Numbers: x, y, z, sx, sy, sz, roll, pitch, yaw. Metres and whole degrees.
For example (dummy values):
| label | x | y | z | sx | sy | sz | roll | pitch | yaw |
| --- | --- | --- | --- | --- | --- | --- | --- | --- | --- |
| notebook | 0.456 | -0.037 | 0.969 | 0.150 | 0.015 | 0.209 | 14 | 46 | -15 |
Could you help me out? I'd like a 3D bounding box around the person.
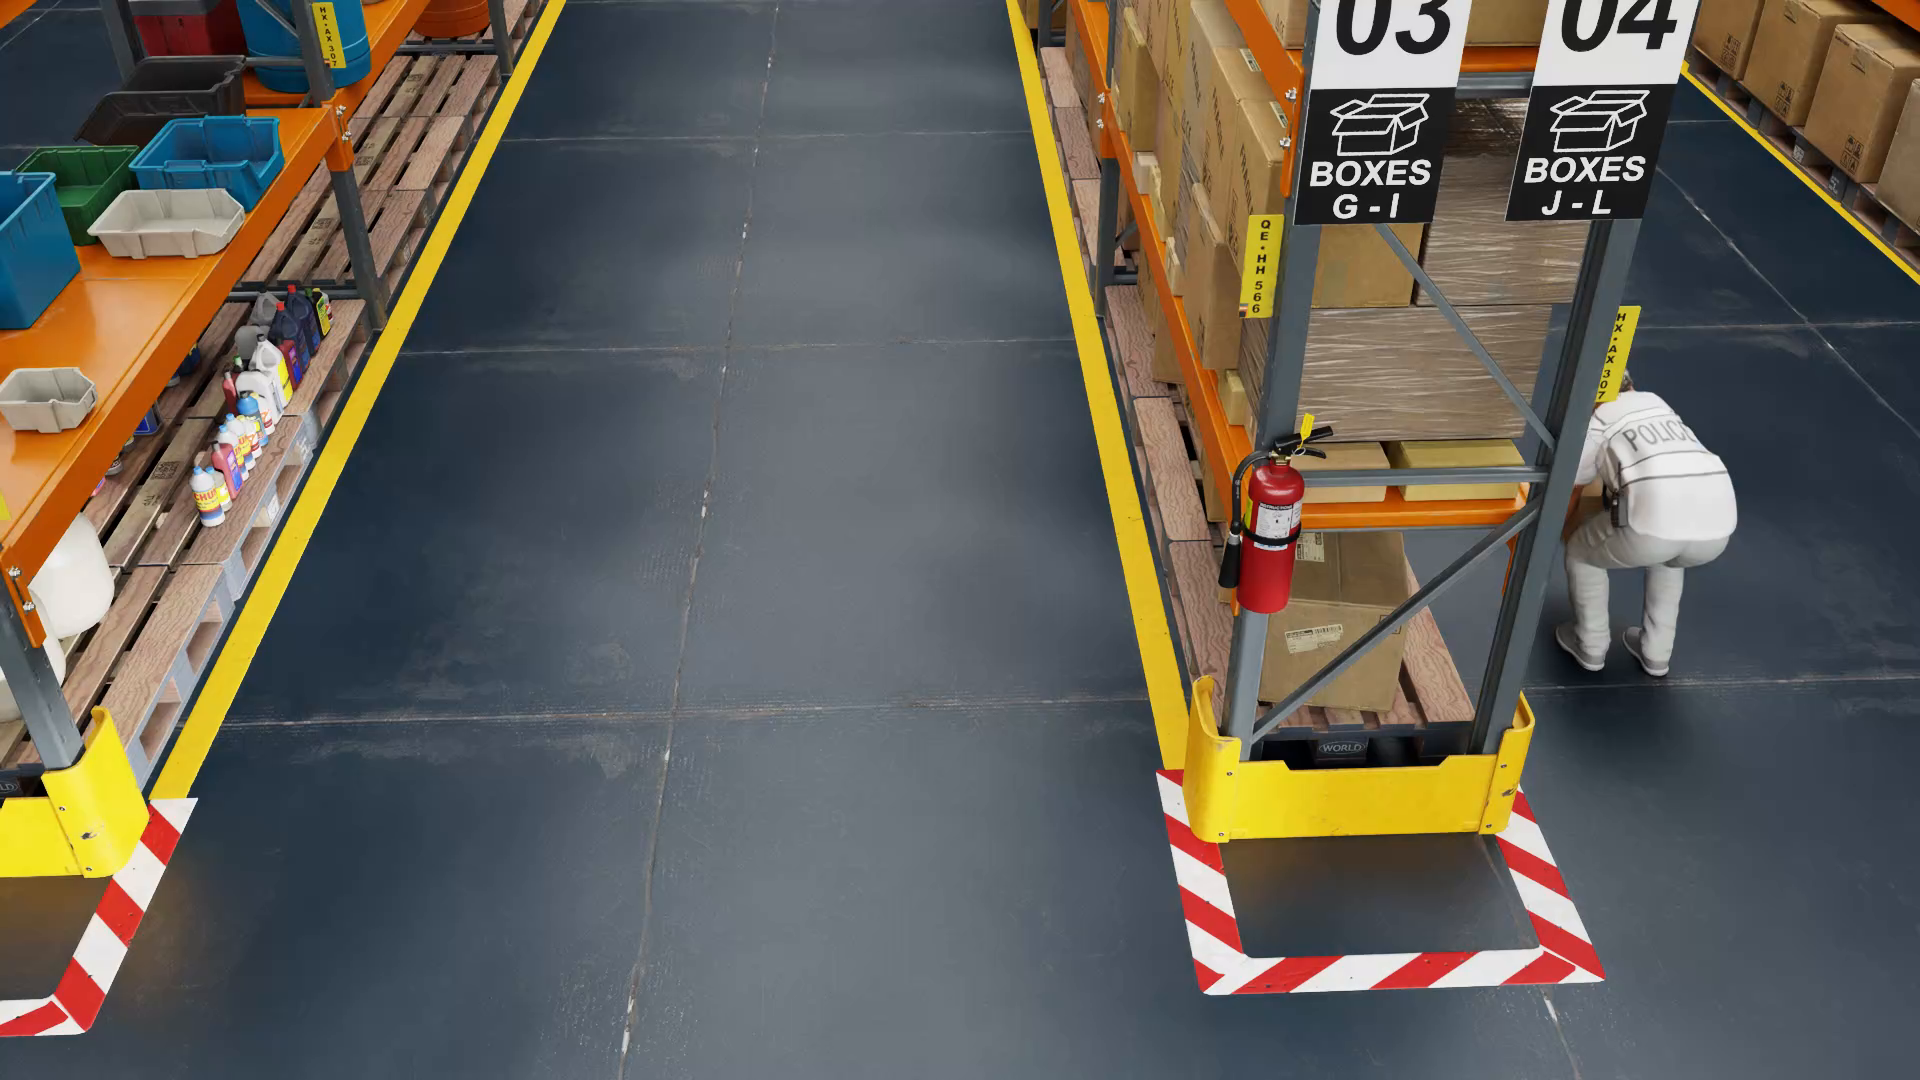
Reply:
| label | x | y | z | sx | sy | sz | roll | pitch | yaw |
| --- | --- | --- | --- | --- | --- | --- | --- | --- | --- |
| person | 2.687 | -0.059 | 6.708 | 0.487 | 1.111 | 0.929 | -4 | 36 | -6 |
